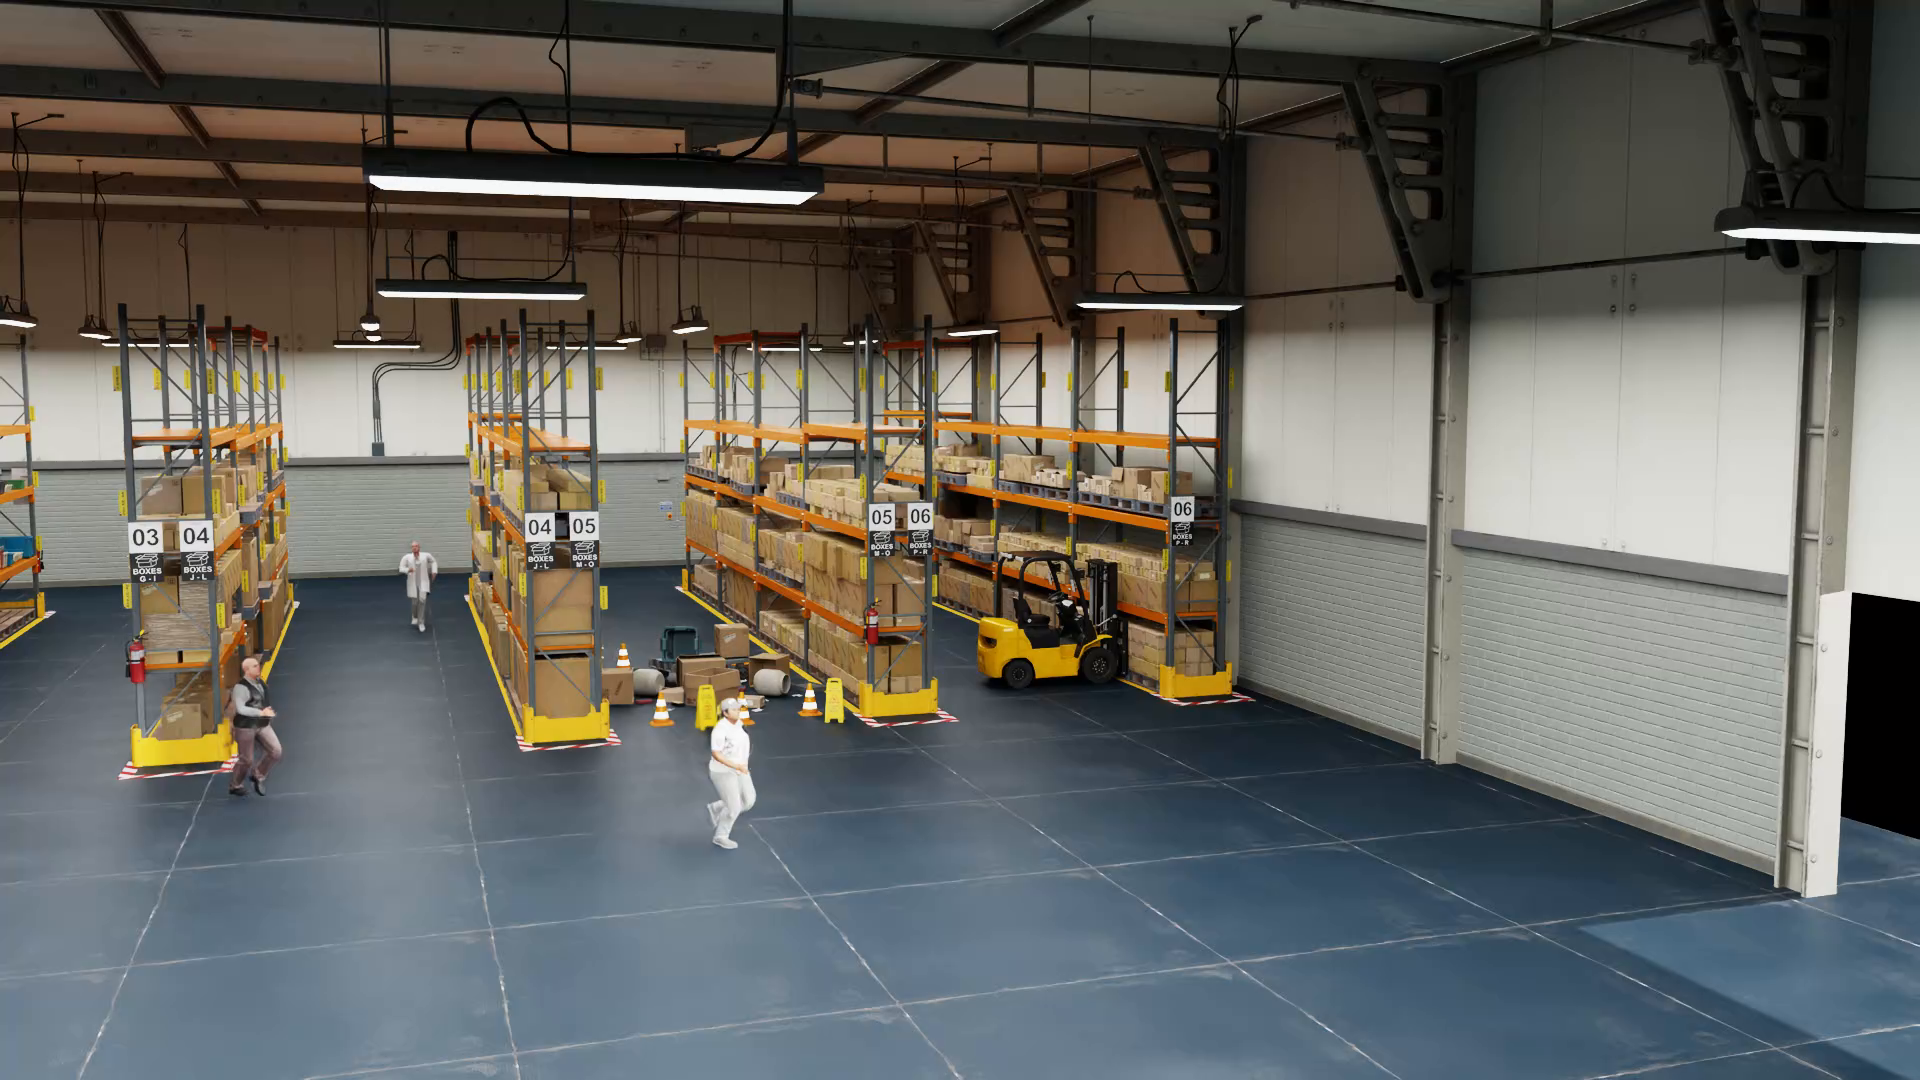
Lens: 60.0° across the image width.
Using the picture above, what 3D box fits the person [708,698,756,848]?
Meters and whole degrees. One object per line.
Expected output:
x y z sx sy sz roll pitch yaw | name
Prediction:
-2.473 2.503 17.967 0.599 1.630 0.620 2 6 24 | person

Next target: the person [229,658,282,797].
-8.466 2.299 19.974 0.768 1.627 0.625 2 6 18 | person

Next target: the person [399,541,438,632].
-11.000 0.927 33.784 0.729 1.811 0.974 -1 6 -13 | person
